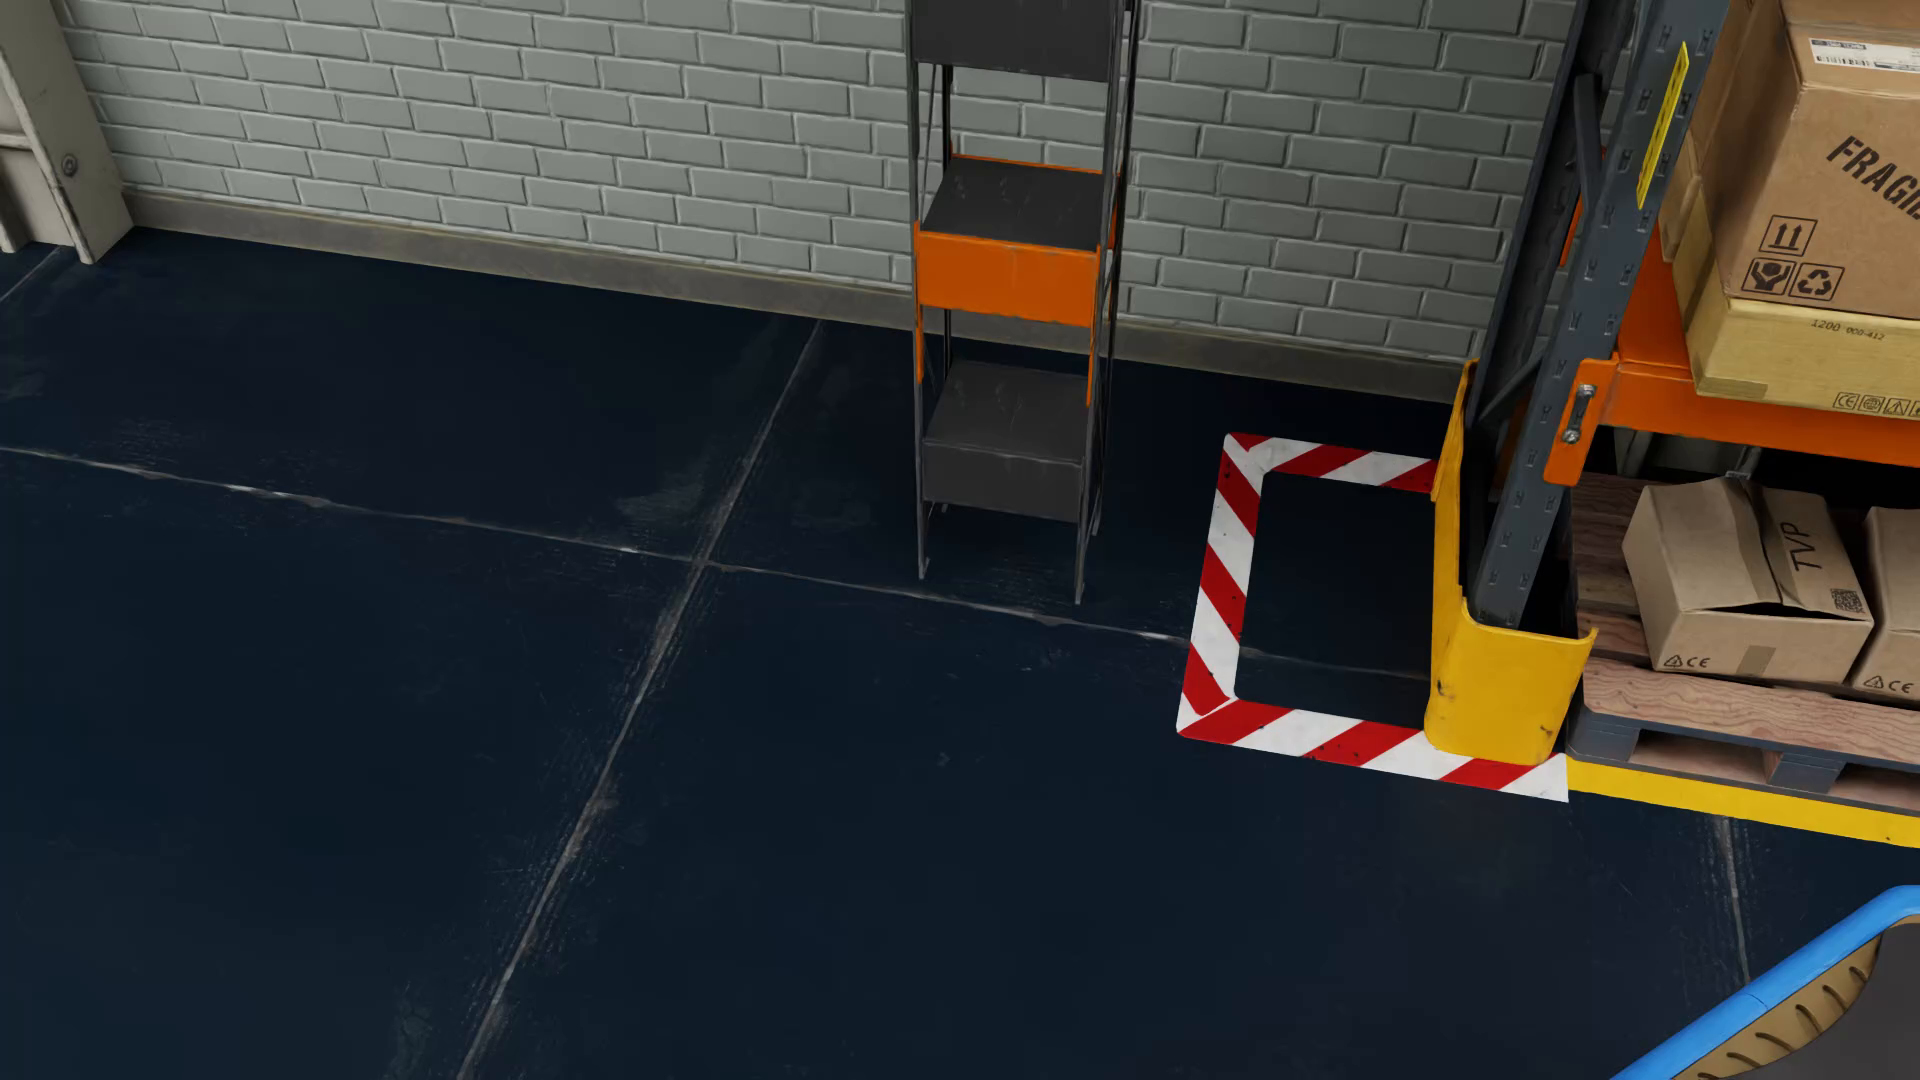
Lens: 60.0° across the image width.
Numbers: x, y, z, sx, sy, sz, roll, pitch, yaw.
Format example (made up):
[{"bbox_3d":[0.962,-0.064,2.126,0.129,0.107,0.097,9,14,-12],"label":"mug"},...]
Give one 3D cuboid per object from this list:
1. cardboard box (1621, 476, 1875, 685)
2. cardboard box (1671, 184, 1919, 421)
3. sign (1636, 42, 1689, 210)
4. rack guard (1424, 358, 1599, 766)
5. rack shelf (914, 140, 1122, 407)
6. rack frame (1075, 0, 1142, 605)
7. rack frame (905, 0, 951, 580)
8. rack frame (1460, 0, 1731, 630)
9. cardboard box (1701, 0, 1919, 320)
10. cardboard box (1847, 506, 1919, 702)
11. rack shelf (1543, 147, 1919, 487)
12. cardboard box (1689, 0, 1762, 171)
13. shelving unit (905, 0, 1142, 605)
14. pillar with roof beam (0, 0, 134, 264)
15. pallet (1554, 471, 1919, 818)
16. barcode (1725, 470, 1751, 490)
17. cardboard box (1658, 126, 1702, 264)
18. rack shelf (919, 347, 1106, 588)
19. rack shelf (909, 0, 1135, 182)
[{"bbox_3d":[2.173,0.097,4.608,0.500,0.311,0.500,4,44,4],"label":"cardboard box"},{"bbox_3d":[1.925,-0.544,3.746,0.500,0.250,0.500,8,44,8],"label":"cardboard box"},{"bbox_3d":[1.399,-0.824,3.319,0.005,0.325,0.100,9,45,9],"label":"sign"},{"bbox_3d":[1.592,0.033,4.855,0.348,0.500,1.175,9,45,9],"label":"rack guard"},{"bbox_3d":[0.162,-0.722,4.505,0.480,0.518,0.431,9,45,9],"label":"rack shelf"},{"bbox_3d":[0.400,-0.694,4.457,0.015,2.100,0.400,9,45,9],"label":"rack frame"},{"bbox_3d":[-0.077,-0.768,4.534,0.015,2.100,0.400,9,45,9],"label":"rack frame"},{"bbox_3d":[1.518,-0.879,4.000,0.127,3.000,1.000,9,45,9],"label":"rack frame"},{"bbox_3d":[1.918,-0.827,3.499,0.500,0.500,0.500,9,45,9],"label":"cardboard box"},{"bbox_3d":[2.730,0.183,4.519,0.500,0.311,0.500,12,45,12],"label":"cardboard box"},{"bbox_3d":[3.469,-0.317,3.935,4.000,0.370,1.077,9,45,9],"label":"rack shelf"},{"bbox_3d":[2.024,-1.175,3.861,0.500,0.500,0.500,8,45,9],"label":"cardboard box"},{"bbox_3d":[0.162,-0.731,4.496,0.503,2.100,0.431,9,45,9],"label":"shelving unit"},{"bbox_3d":[-4.406,-1.515,0.335,0.400,9.000,9.100,9,45,9],"label":"pillar with roof beam"},{"bbox_3d":[2.377,0.284,4.803,1.213,0.211,1.003,9,45,9],"label":"pallet"},{"bbox_3d":[2.278,-0.175,4.883,0.075,0.075,0.001,9,45,9],"label":"barcode"},{"bbox_3d":[2.016,-0.893,4.108,0.500,0.250,0.500,9,45,10],"label":"cardboard box"},{"bbox_3d":[0.162,-0.217,4.991,0.480,0.518,0.431,9,45,9],"label":"rack shelf"},{"bbox_3d":[0.162,-1.226,4.020,0.480,0.518,0.431,9,45,9],"label":"rack shelf"}]
